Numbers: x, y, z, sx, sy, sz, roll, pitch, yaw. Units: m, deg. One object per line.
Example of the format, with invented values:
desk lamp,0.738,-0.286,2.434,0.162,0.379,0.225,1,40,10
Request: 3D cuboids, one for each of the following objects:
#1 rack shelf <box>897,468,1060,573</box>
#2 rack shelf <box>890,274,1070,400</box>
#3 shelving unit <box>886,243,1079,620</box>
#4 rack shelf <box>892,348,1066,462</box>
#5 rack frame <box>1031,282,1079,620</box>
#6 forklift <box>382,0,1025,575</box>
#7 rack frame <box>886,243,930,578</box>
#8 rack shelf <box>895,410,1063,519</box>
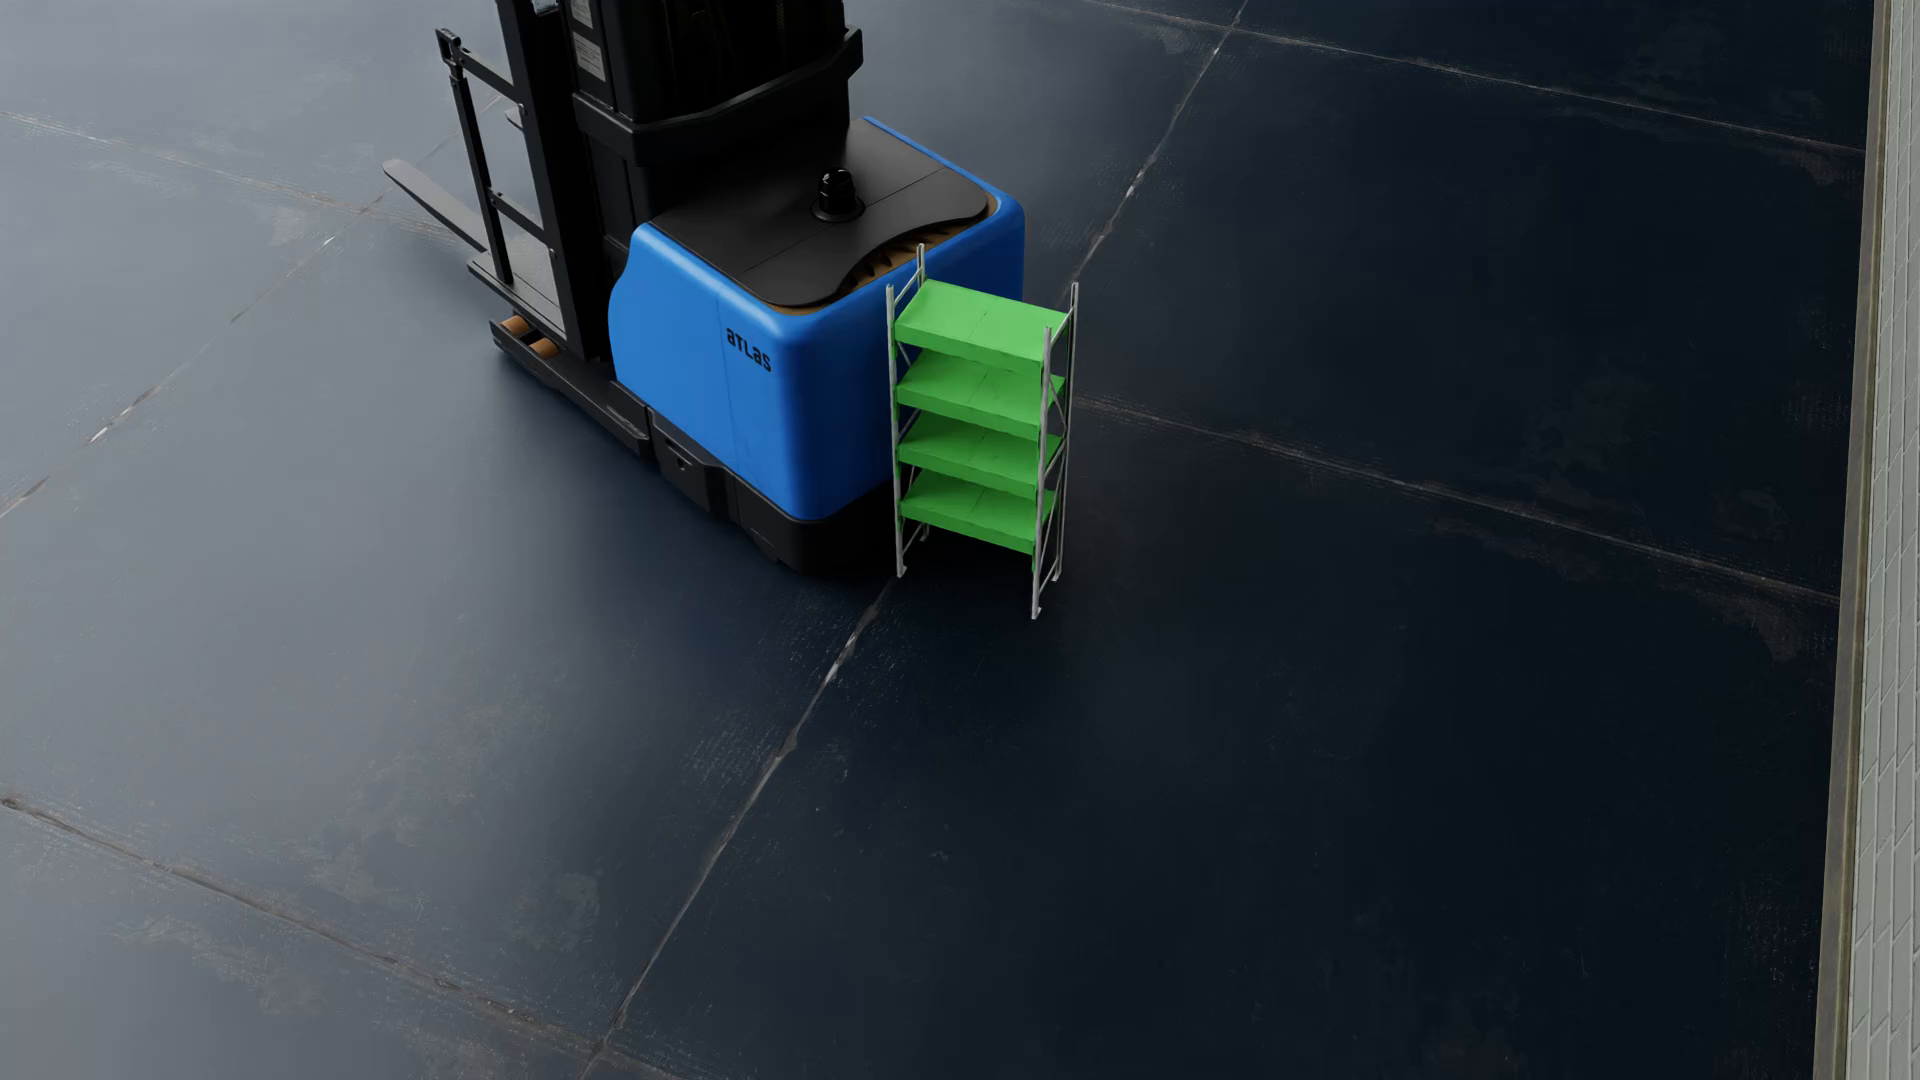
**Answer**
rack shelf,0.065,-0.092,5.423,0.480,0.148,0.258,17,47,16
rack shelf,0.065,-0.603,4.915,0.480,0.148,0.258,17,47,16
shelving unit,0.065,-0.308,5.209,0.503,1.200,0.258,17,47,16
rack shelf,0.065,-0.433,5.084,0.480,0.148,0.258,17,47,16
rack frame,0.289,-0.240,5.141,0.015,1.200,0.240,17,47,16
forklift,-1.158,-1.865,5.546,1.130,2.935,3.031,-34,54,-29
rack frame,-0.159,-0.375,5.277,0.015,1.200,0.240,17,47,16
rack shelf,0.065,-0.263,5.254,0.480,0.148,0.258,17,47,16
